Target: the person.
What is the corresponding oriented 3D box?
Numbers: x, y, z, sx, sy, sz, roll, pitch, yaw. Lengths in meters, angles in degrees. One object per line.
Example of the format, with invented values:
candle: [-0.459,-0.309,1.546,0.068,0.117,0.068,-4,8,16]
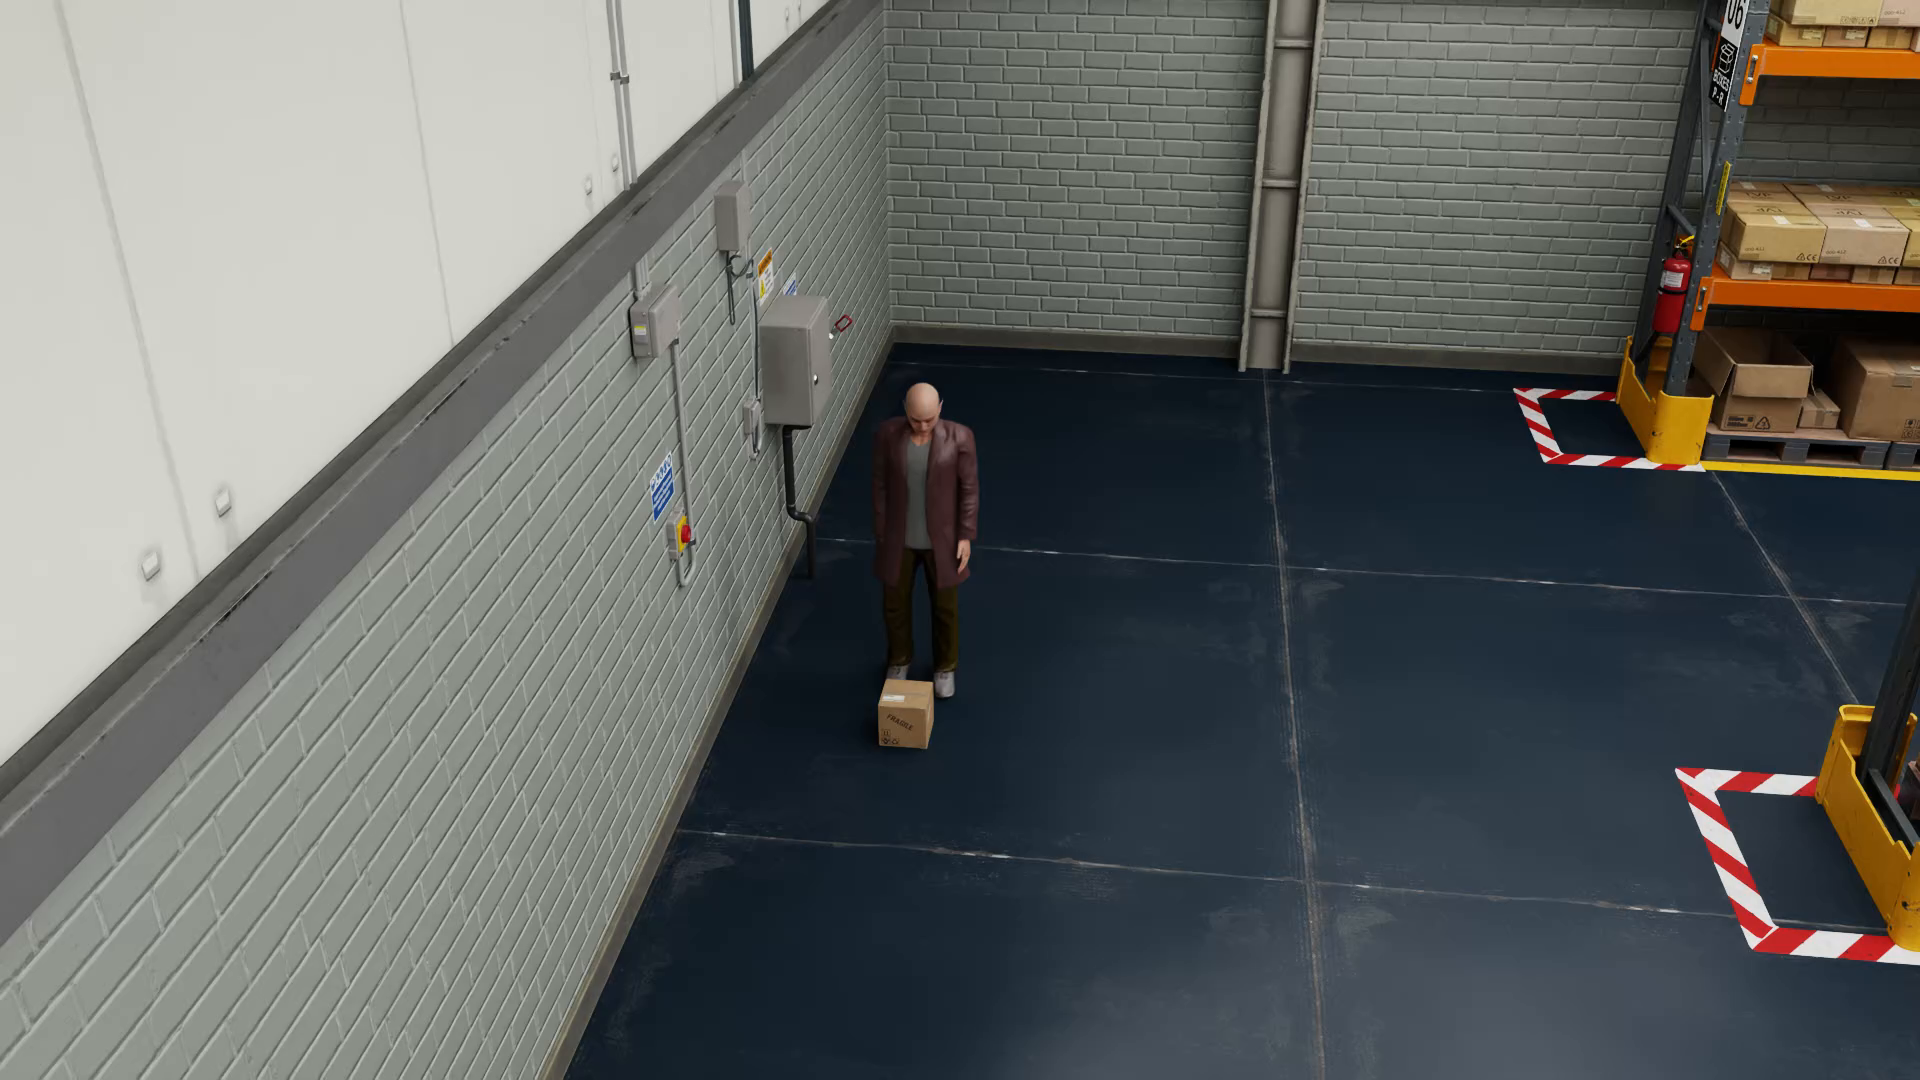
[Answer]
person: [-0.193,0.288,8.741,0.625,1.174,0.829,3,28,6]
